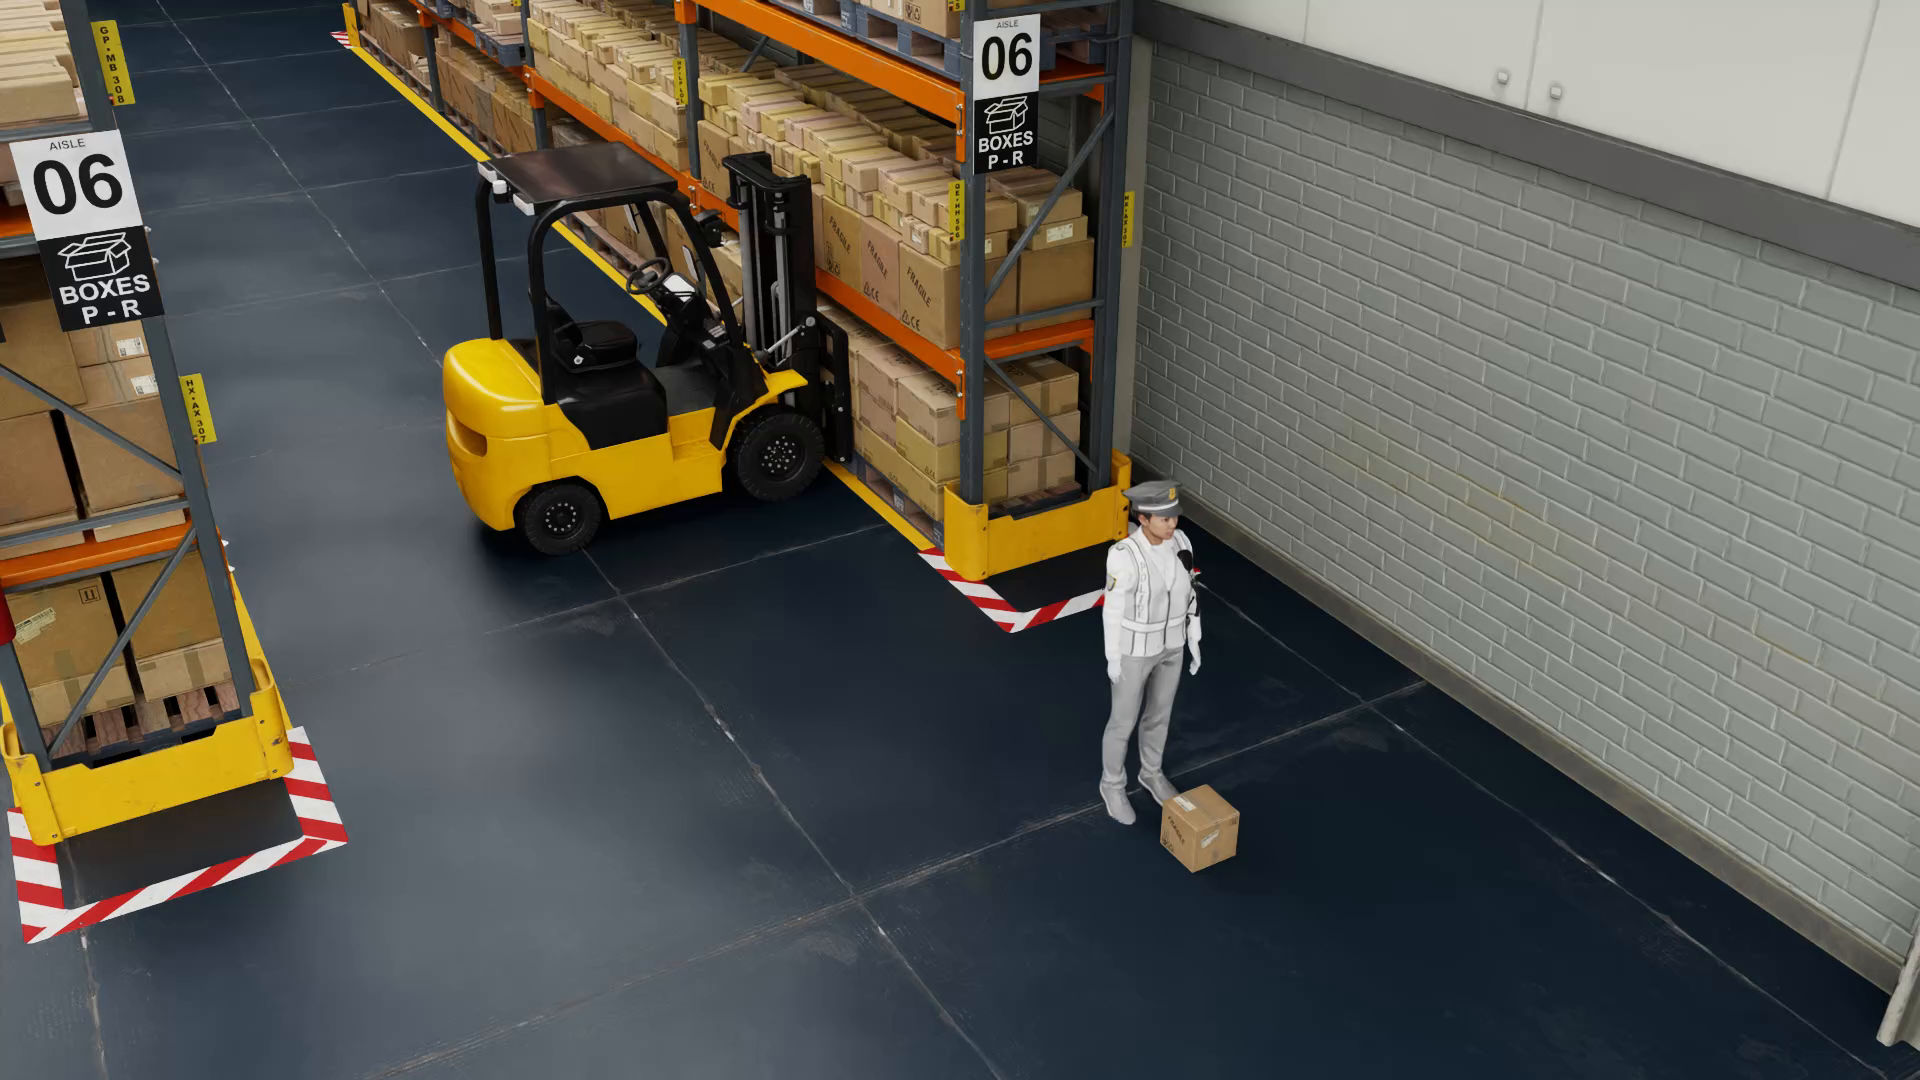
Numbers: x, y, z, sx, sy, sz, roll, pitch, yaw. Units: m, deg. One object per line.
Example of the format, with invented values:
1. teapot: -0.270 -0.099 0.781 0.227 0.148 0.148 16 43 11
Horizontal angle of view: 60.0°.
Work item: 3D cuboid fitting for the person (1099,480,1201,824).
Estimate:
1. person: 0.882 0.505 7.642 0.483 1.724 0.366 -16 33 -26
